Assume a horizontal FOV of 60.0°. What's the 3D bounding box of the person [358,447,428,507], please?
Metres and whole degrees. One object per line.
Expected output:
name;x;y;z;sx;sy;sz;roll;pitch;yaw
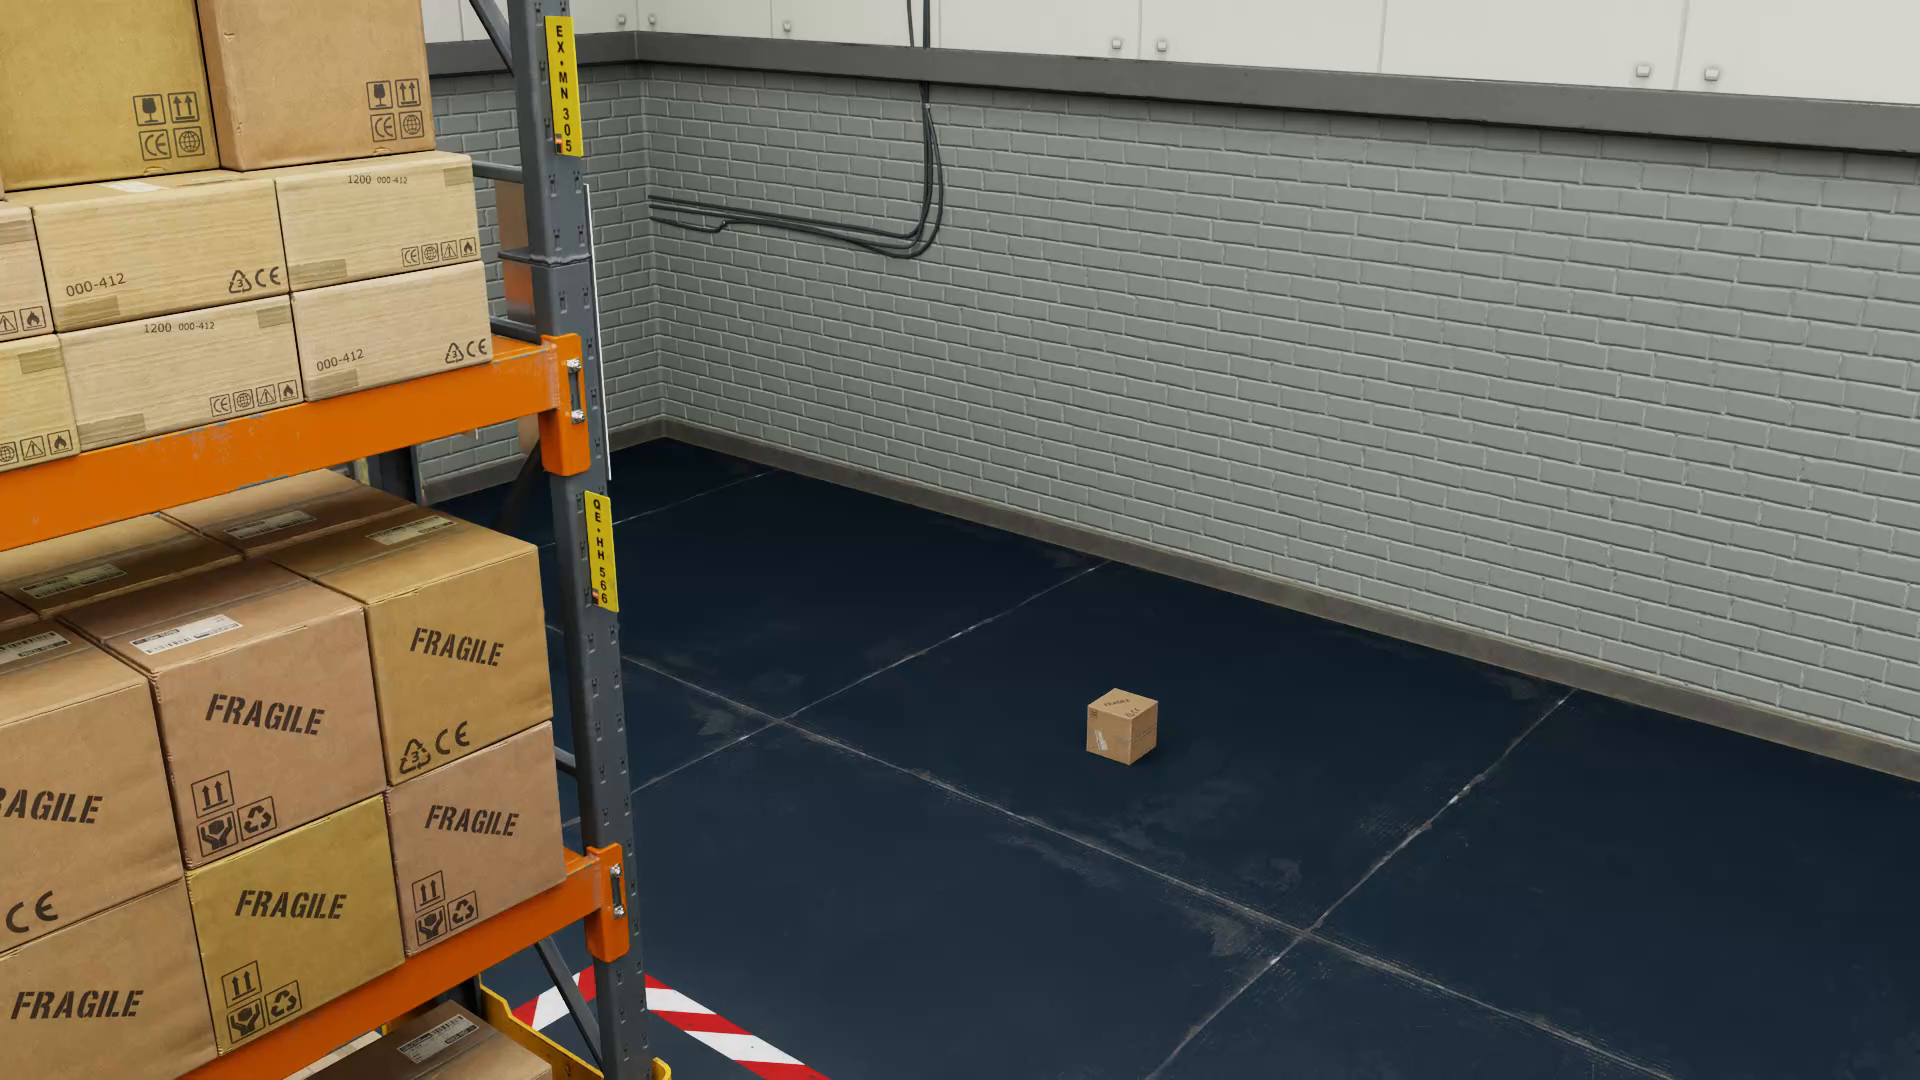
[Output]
person;-3.149;-0.210;9.144;1.020;1.618;0.465;6;21;16
